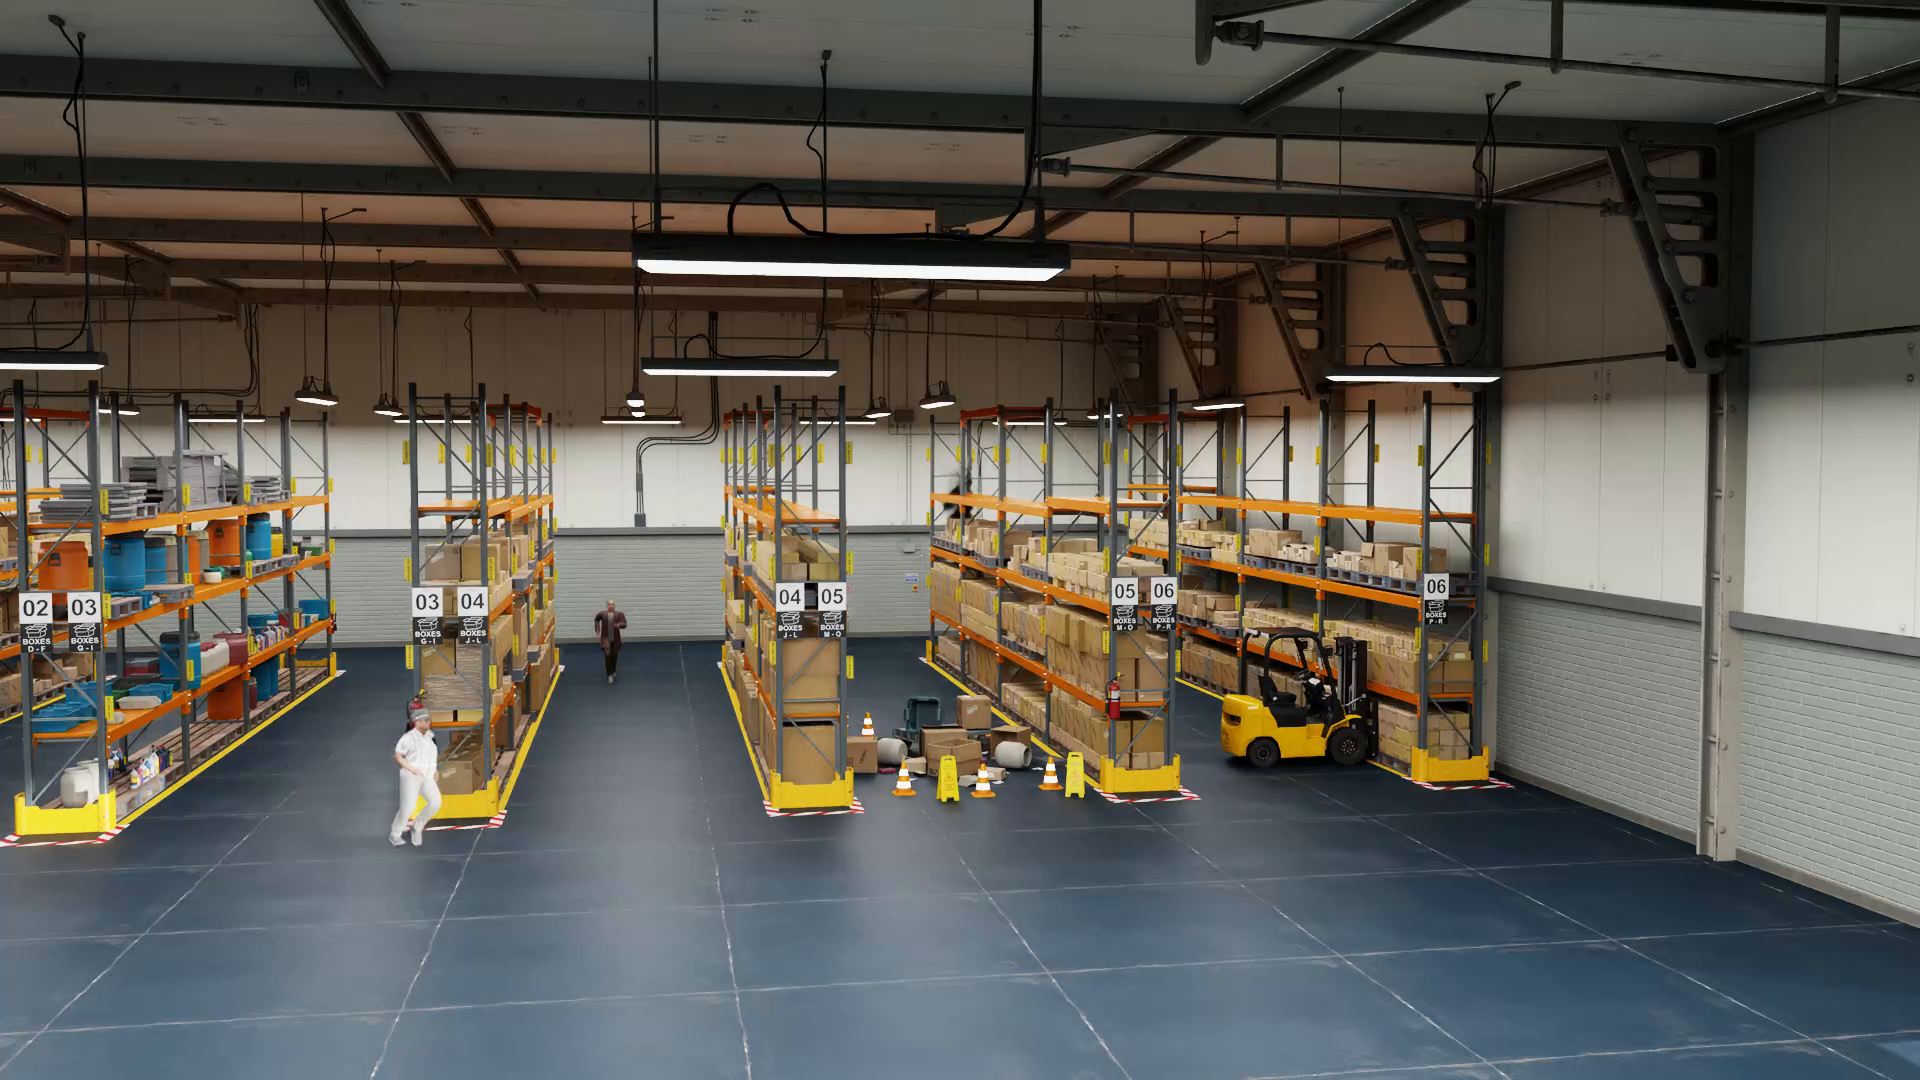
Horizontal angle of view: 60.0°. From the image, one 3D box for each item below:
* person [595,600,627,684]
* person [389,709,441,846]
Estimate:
[{"bbox_3d":[-7.735,2.221,36.880,0.682,1.810,1.002,-1,3,-17],"label":"person"},{"bbox_3d":[-6.961,3.057,21.455,0.623,1.754,0.722,2,3,32],"label":"person"}]
